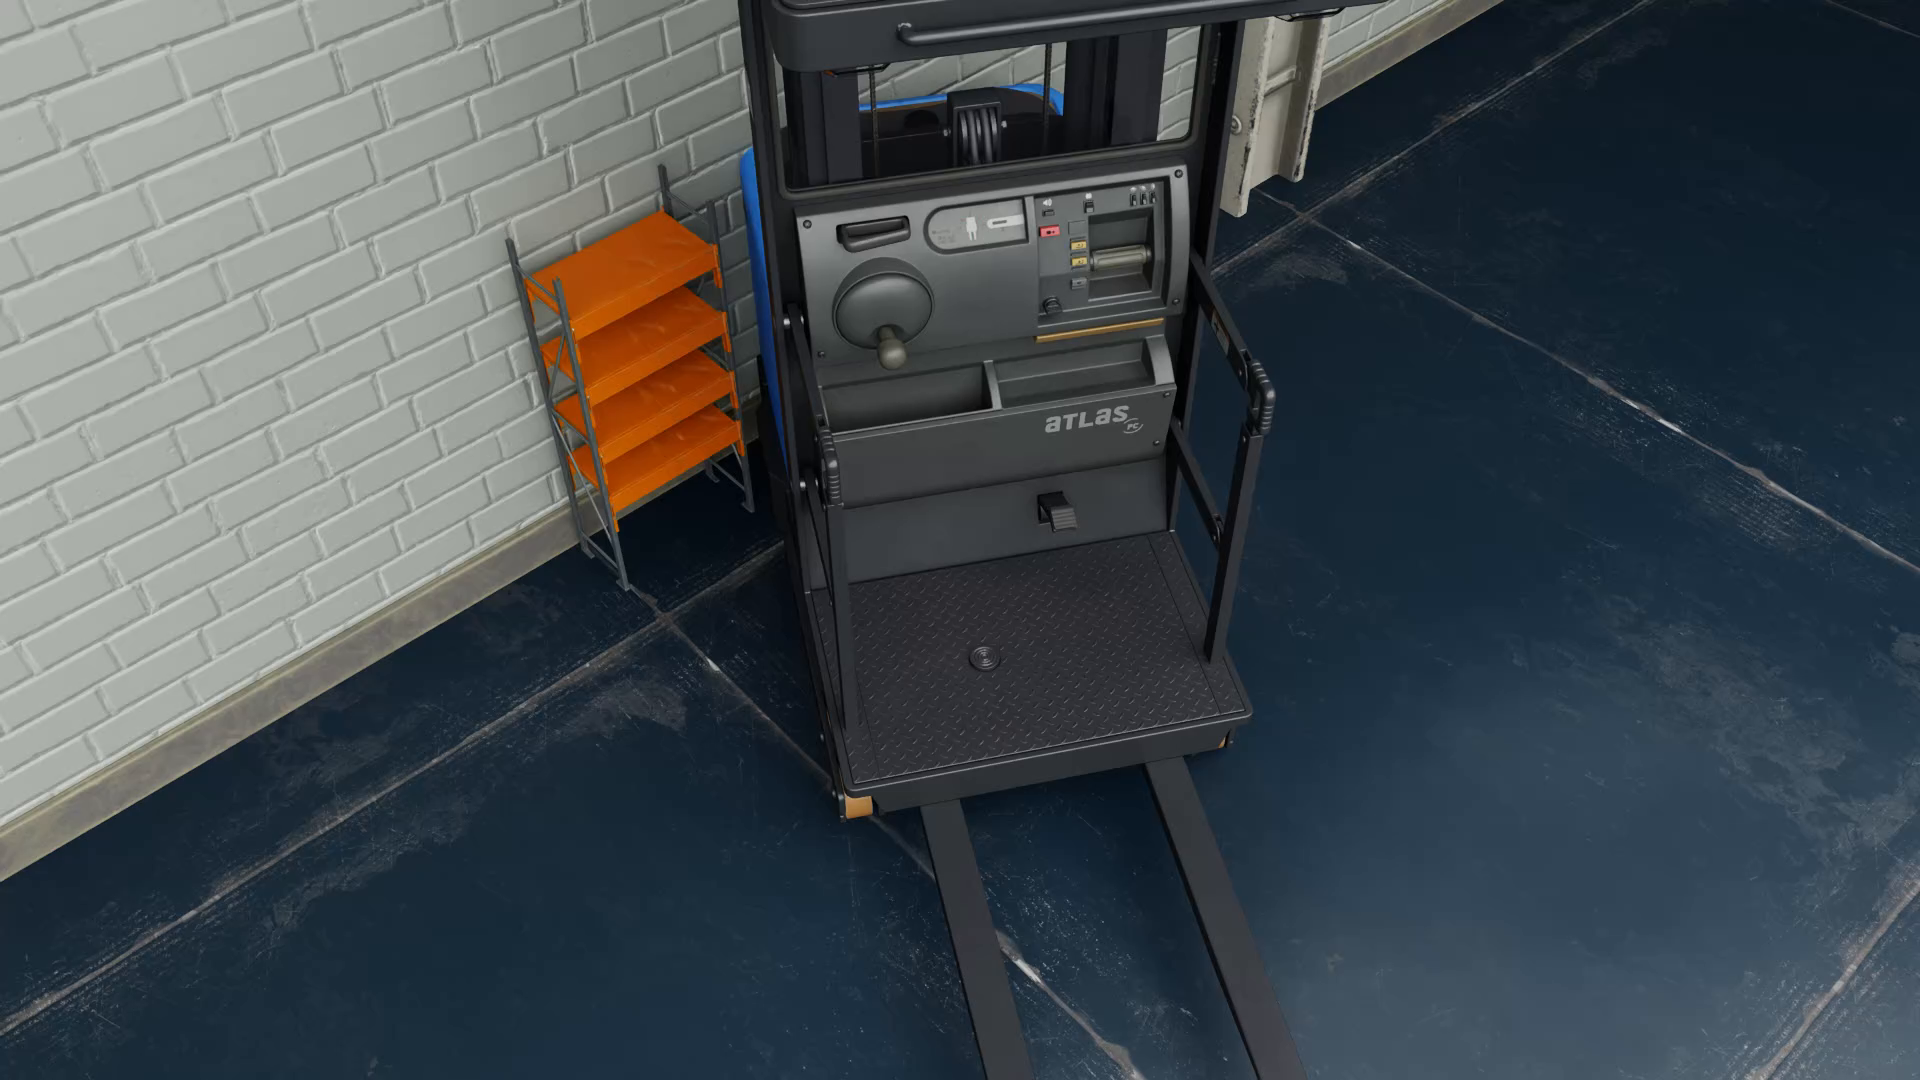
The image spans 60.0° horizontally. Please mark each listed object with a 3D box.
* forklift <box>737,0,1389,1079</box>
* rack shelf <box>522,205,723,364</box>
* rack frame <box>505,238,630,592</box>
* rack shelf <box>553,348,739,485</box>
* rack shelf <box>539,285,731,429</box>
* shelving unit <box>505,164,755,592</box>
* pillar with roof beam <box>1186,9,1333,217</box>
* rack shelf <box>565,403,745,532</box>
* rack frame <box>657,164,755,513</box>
[{"bbox_3d":[0.138,-0.548,3.761,1.130,2.935,3.031,-9,48,-9],"label":"forklift"},{"bbox_3d":[-0.923,-0.705,4.549,0.480,0.148,0.258,-34,56,-28],"label":"rack shelf"},{"bbox_3d":[-1.102,-0.316,4.725,0.015,1.200,0.240,-34,56,-28],"label":"rack frame"},{"bbox_3d":[-0.923,-0.392,4.887,0.480,0.148,0.258,-34,56,-28],"label":"rack shelf"},{"bbox_3d":[-0.923,-0.544,4.723,0.480,0.148,0.258,-34,56,-28],"label":"rack shelf"},{"bbox_3d":[-0.923,-0.438,4.838,0.503,1.200,0.258,-34,56,-28],"label":"shelving unit"},{"bbox_3d":[4.006,-2.131,1.093,0.400,9.000,9.100,-34,56,-27],"label":"pillar with roof beam"},{"bbox_3d":[-0.923,-0.258,5.033,0.480,0.148,0.258,-34,56,-28],"label":"rack shelf"},{"bbox_3d":[-0.745,-0.560,4.951,0.015,1.200,0.240,-34,56,-28],"label":"rack frame"}]
